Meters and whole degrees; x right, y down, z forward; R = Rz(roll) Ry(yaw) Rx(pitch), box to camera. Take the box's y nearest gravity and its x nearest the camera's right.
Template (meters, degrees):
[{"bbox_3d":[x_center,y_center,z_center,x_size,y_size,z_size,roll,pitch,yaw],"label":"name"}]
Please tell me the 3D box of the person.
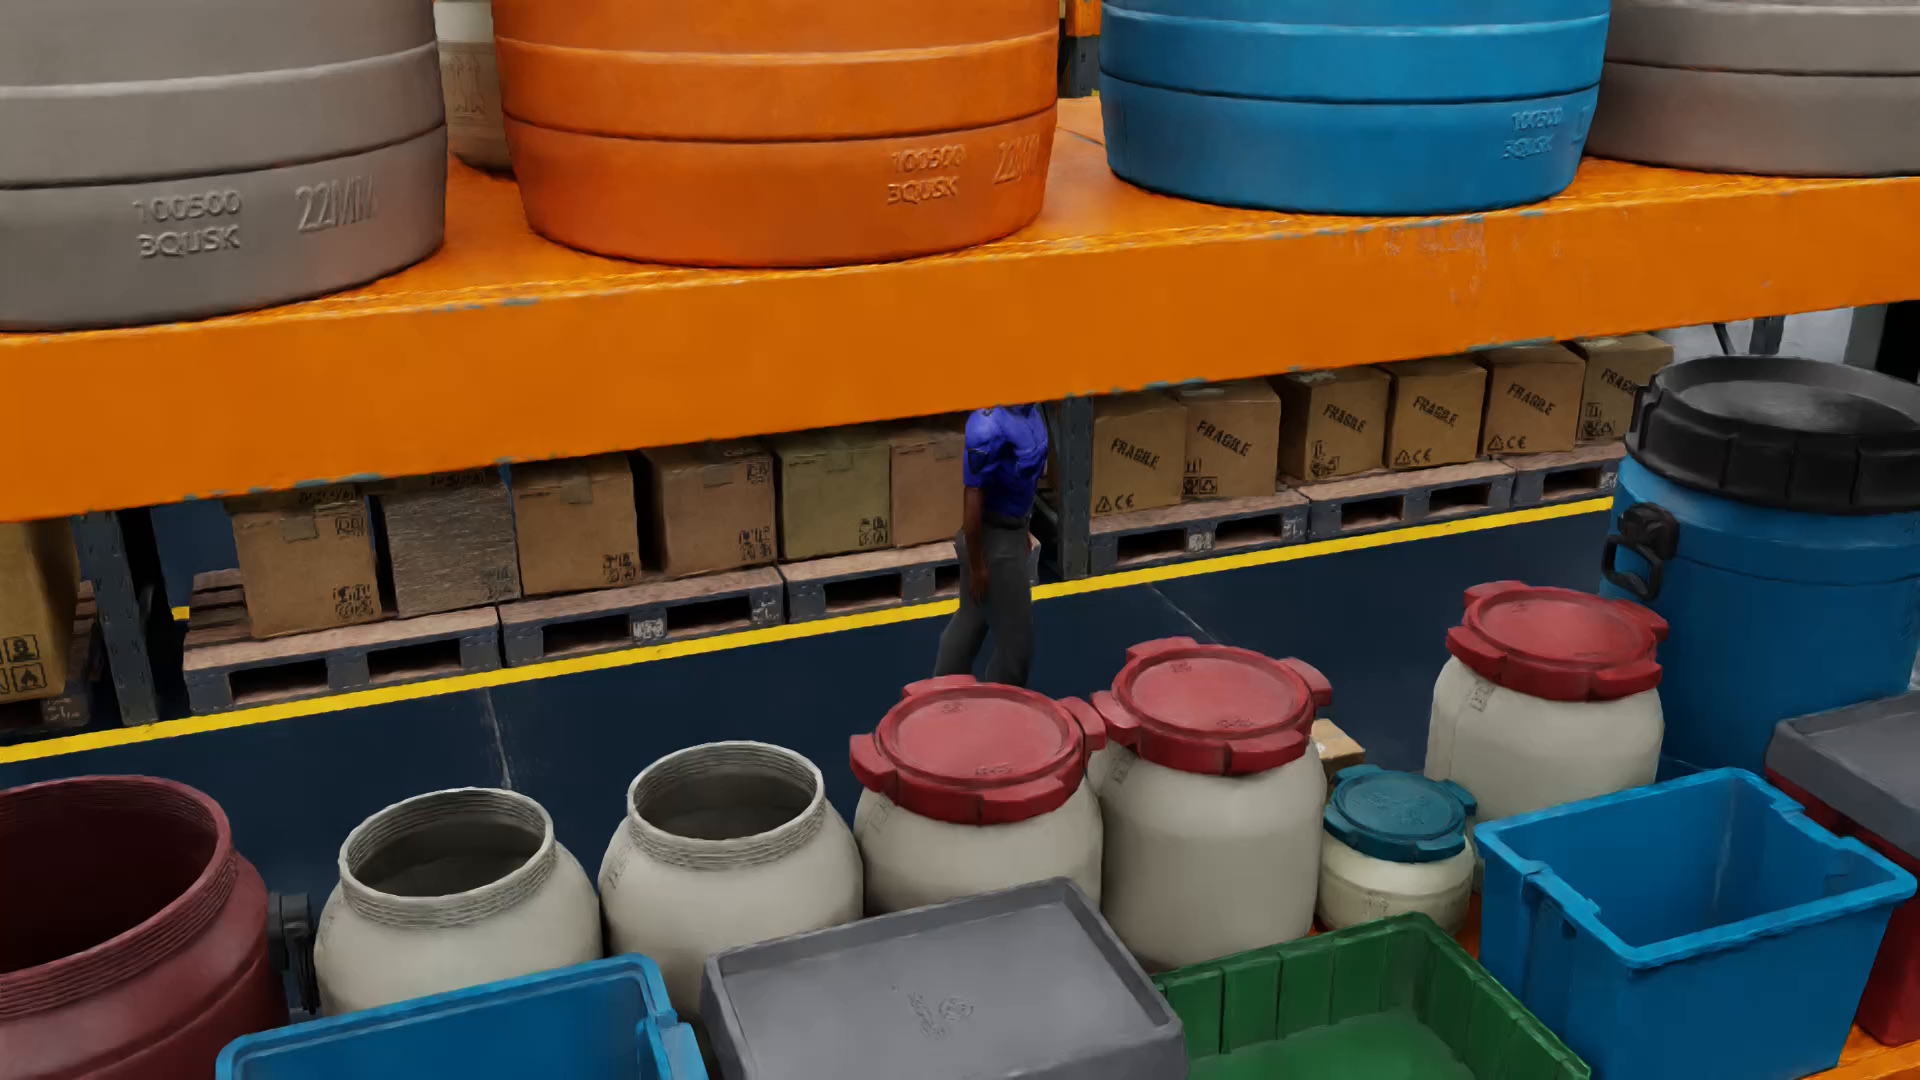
[{"bbox_3d":[0.120,0.012,6.093,0.562,1.637,0.475,6,23,13],"label":"person"}]
